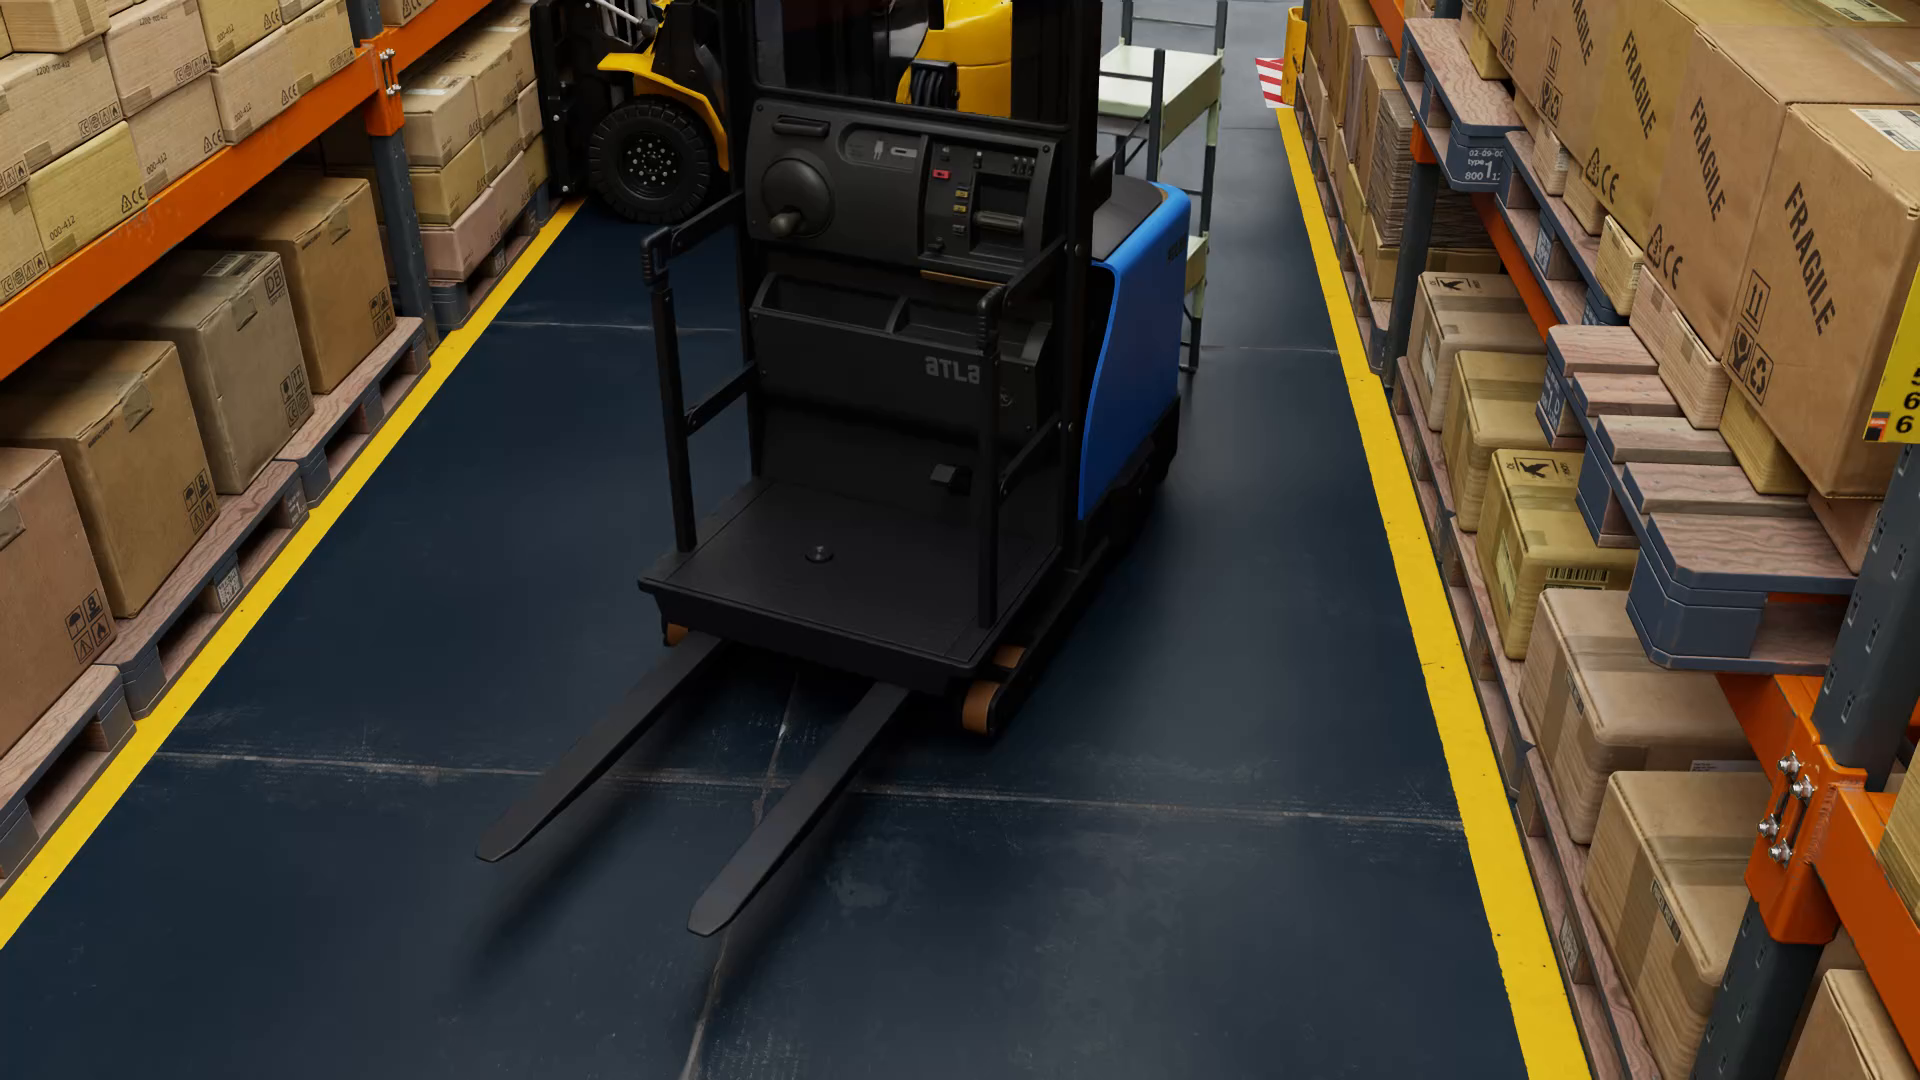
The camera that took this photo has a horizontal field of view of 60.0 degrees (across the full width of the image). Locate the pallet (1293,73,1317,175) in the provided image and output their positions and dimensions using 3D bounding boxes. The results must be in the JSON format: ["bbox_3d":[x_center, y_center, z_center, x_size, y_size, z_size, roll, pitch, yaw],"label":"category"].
[{"bbox_3d":[2.441,-2.336,9.339,1.003,0.211,1.213,2,32,4],"label":"pallet"}]

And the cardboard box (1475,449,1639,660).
[{"bbox_3d":[2.073,0.060,4.898,0.950,0.372,0.625,3,32,6],"label":"cardboard box"}]

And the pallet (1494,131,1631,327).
[{"bbox_3d":[2.018,-0.758,4.303,1.003,0.211,1.213,2,32,4],"label":"pallet"}]

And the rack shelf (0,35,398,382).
[{"bbox_3d":[-2.887,-0.752,4.797,1.077,0.370,4.000,2,32,4],"label":"rack shelf"}]

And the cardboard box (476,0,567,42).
[{"bbox_3d":[-2.241,-2.579,8.344,0.500,0.250,0.500,2,32,3],"label":"cardboard box"}]

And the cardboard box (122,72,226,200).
[{"bbox_3d":[-2.611,-1.244,5.053,0.500,0.250,0.500,3,32,4],"label":"cardboard box"}]

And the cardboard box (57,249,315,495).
[{"bbox_3d":[-2.827,-0.593,5.717,0.875,0.625,0.625,2,32,3],"label":"cardboard box"}]

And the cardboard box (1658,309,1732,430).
[{"bbox_3d":[1.615,-0.333,3.270,0.380,0.149,0.250,2,32,4],"label":"cardboard box"}]

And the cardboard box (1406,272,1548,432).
[{"bbox_3d":[2.183,-0.680,6.099,0.950,0.372,0.625,3,32,5],"label":"cardboard box"}]

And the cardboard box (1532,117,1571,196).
[{"bbox_3d":[1.729,-1.010,4.369,0.380,0.149,0.250,4,32,6],"label":"cardboard box"}]

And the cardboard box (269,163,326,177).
[{"bbox_3d":[-2.889,-1.589,7.213,0.500,0.250,0.500,2,32,3],"label":"cardboard box"}]

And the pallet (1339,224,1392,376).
[{"bbox_3d":[2.242,-1.060,7.268,1.003,0.211,1.213,2,32,4],"label":"pallet"}]

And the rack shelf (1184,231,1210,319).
[{"bbox_3d":[0.650,-0.935,6.459,0.431,0.370,0.720,13,34,20],"label":"rack shelf"}]

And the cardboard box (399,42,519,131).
[{"bbox_3d":[-2.321,-2.045,7.476,0.500,0.250,0.500,3,32,4],"label":"cardboard box"}]

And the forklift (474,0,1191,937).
[{"bbox_3d":[-0.266,-0.938,4.479,1.130,2.935,3.031,13,34,20],"label":"forklift"}]

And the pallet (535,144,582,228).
[{"bbox_3d":[-2.521,-1.971,8.747,1.003,0.211,1.213,2,32,4],"label":"pallet"}]

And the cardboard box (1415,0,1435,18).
[{"bbox_3d":[1.945,-1.968,6.324,0.380,0.149,0.250,2,32,3],"label":"cardboard box"}]

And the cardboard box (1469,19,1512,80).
[{"bbox_3d":[1.834,-1.560,5.262,0.380,0.149,0.250,3,32,5],"label":"cardboard box"}]

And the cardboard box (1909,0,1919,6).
[{"bbox_3d":[2.237,-0.927,3.616,0.500,0.500,0.500,3,32,5],"label":"cardboard box"}]

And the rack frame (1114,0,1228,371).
[{"bbox_3d":[0.800,-1.388,6.572,0.400,1.500,0.023,13,34,20],"label":"rack frame"}]

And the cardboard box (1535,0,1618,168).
[{"bbox_3d":[1.774,-1.220,4.092,0.500,0.500,0.500,1,32,2],"label":"cardboard box"}]

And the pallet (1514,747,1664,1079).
[{"bbox_3d":[1.962,0.976,3.965,1.003,0.211,1.213,2,32,4],"label":"pallet"}]

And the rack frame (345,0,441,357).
[{"bbox_3d":[-2.724,-2.104,6.305,1.000,3.000,0.127,2,32,4],"label":"rack frame"}]

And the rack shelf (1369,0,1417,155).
[{"bbox_3d":[2.386,-2.634,7.850,1.077,0.370,4.000,2,32,4],"label":"rack shelf"}]

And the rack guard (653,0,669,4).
[{"bbox_3d":[-2.397,-3.144,10.376,1.175,0.500,0.348,2,32,4],"label":"rack guard"}]

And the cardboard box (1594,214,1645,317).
[{"bbox_3d":[1.652,-0.609,3.718,0.380,0.149,0.250,3,32,5],"label":"cardboard box"}]

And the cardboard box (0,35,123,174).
[{"bbox_3d":[-2.652,-1.186,4.482,0.500,0.250,0.500,3,32,5],"label":"cardboard box"}]

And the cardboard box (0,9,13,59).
[{"bbox_3d":[-2.711,-1.301,4.288,0.380,0.149,0.250,2,32,4],"label":"cardboard box"}]

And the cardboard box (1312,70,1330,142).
[{"bbox_3d":[2.158,-2.317,8.872,0.500,0.250,0.500,4,32,6],"label":"cardboard box"}]

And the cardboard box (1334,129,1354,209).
[{"bbox_3d":[2.083,-1.768,7.980,0.500,0.250,0.500,3,32,5],"label":"cardboard box"}]

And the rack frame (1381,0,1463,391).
[{"bbox_3d":[2.223,-1.894,5.965,1.000,3.000,0.127,2,32,4],"label":"rack frame"}]

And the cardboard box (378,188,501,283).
[{"bbox_3d":[-2.355,-1.351,7.304,0.500,0.250,0.500,3,32,4],"label":"cardboard box"}]

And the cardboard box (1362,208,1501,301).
[{"bbox_3d":[2.003,-1.223,7.096,0.500,0.250,0.500,4,32,6],"label":"cardboard box"}]

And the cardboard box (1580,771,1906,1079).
[{"bbox_3d":[1.953,0.842,3.629,0.950,0.372,0.625,0,32,1],"label":"cardboard box"}]

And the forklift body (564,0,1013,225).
[{"bbox_3d":[-0.735,-2.765,8.187,2.313,2.155,1.214,2,32,4],"label":"forklift body"}]

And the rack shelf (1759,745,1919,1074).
[{"bbox_3d":[1.735,1.549,1.062,1.077,0.370,4.000,2,32,4],"label":"rack shelf"}]

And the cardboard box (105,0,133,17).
[{"bbox_3d":[-2.606,-1.565,4.717,0.380,0.149,0.250,3,32,4],"label":"cardboard box"}]

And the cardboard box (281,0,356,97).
[{"bbox_3d":[-2.505,-1.766,5.899,0.500,0.250,0.500,3,32,5],"label":"cardboard box"}]

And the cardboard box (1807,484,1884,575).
[{"bbox_3d":[1.690,-0.056,2.821,0.380,0.149,0.250,4,32,6],"label":"cardboard box"}]

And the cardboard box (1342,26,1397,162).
[{"bbox_3d":[2.084,-2.075,7.764,0.500,0.500,0.500,4,32,7],"label":"cardboard box"}]

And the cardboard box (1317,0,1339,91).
[{"bbox_3d":[2.168,-2.617,8.644,0.500,0.500,0.500,1,32,2],"label":"cardboard box"}]

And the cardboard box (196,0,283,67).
[{"bbox_3d":[-2.544,-1.716,5.342,0.500,0.250,0.500,2,32,3],"label":"cardboard box"}]

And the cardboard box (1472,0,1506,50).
[{"bbox_3d":[1.859,-1.747,4.947,0.500,0.500,0.500,3,32,4],"label":"cardboard box"}]

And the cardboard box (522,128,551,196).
[{"bbox_3d":[-2.303,-1.887,8.173,0.500,0.250,0.500,3,32,5],"label":"cardboard box"}]

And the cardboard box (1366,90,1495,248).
[{"bbox_3d":[2.004,-1.542,6.900,0.500,0.500,0.500,2,32,3],"label":"cardboard box"}]

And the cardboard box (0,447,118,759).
[{"bbox_3d":[-2.940,0.152,4.508,0.875,0.625,0.625,3,32,6],"label":"cardboard box"}]

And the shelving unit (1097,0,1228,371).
[{"bbox_3d":[0.650,-1.213,6.288,0.431,1.500,0.755,13,34,20],"label":"shelving unit"}]

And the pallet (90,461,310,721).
[{"bbox_3d":[-2.842,0.109,5.371,1.003,0.211,1.213,2,32,4],"label":"pallet"}]

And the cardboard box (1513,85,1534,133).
[{"bbox_3d":[1.824,-1.276,4.801,0.380,0.149,0.250,3,32,5],"label":"cardboard box"}]

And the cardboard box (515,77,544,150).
[{"bbox_3d":[-2.286,-2.091,8.028,0.500,0.250,0.500,2,32,4],"label":"cardboard box"}]

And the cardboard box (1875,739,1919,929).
[{"bbox_3d":[1.607,0.506,2.212,0.500,0.250,0.500,2,32,3],"label":"cardboard box"}]

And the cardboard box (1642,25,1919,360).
[{"bbox_3d":[1.688,-0.671,3.201,0.500,0.500,0.500,2,32,3],"label":"cardboard box"}]

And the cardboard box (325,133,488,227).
[{"bbox_3d":[-2.377,-1.565,7.175,0.500,0.250,0.500,2,32,4],"label":"cardboard box"}]

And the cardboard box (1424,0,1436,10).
[{"bbox_3d":[2.011,-2.306,6.255,0.500,0.500,0.500,2,32,3],"label":"cardboard box"}]

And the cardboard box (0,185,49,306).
[{"bbox_3d":[-2.690,-0.703,4.174,0.500,0.250,0.500,1,32,2],"label":"cardboard box"}]

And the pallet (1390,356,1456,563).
[{"bbox_3d":[2.161,-0.300,6.035,1.003,0.211,1.213,2,32,4],"label":"pallet"}]
